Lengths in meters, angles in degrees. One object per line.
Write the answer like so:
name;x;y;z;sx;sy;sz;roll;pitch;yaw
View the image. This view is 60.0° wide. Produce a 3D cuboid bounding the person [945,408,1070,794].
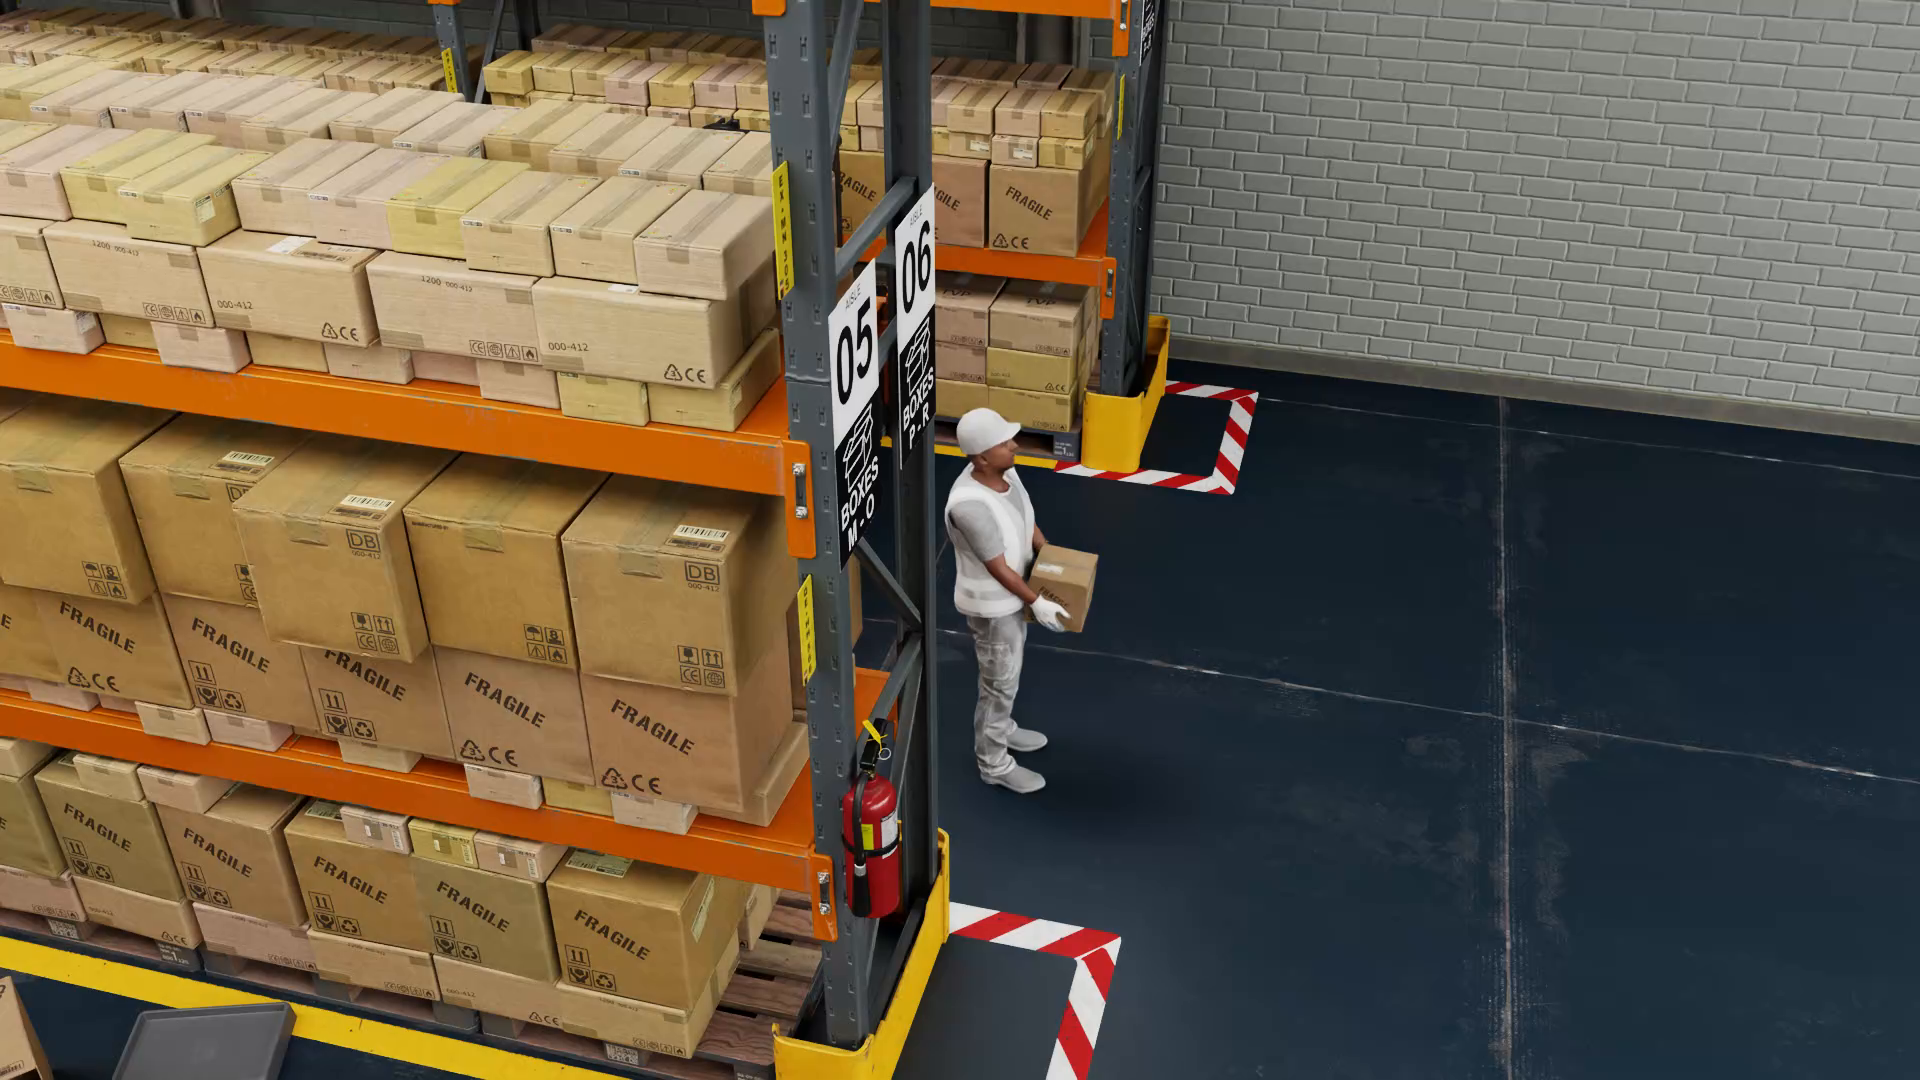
person;0.238;0.252;7.244;0.557;1.788;0.510;8;33;12
